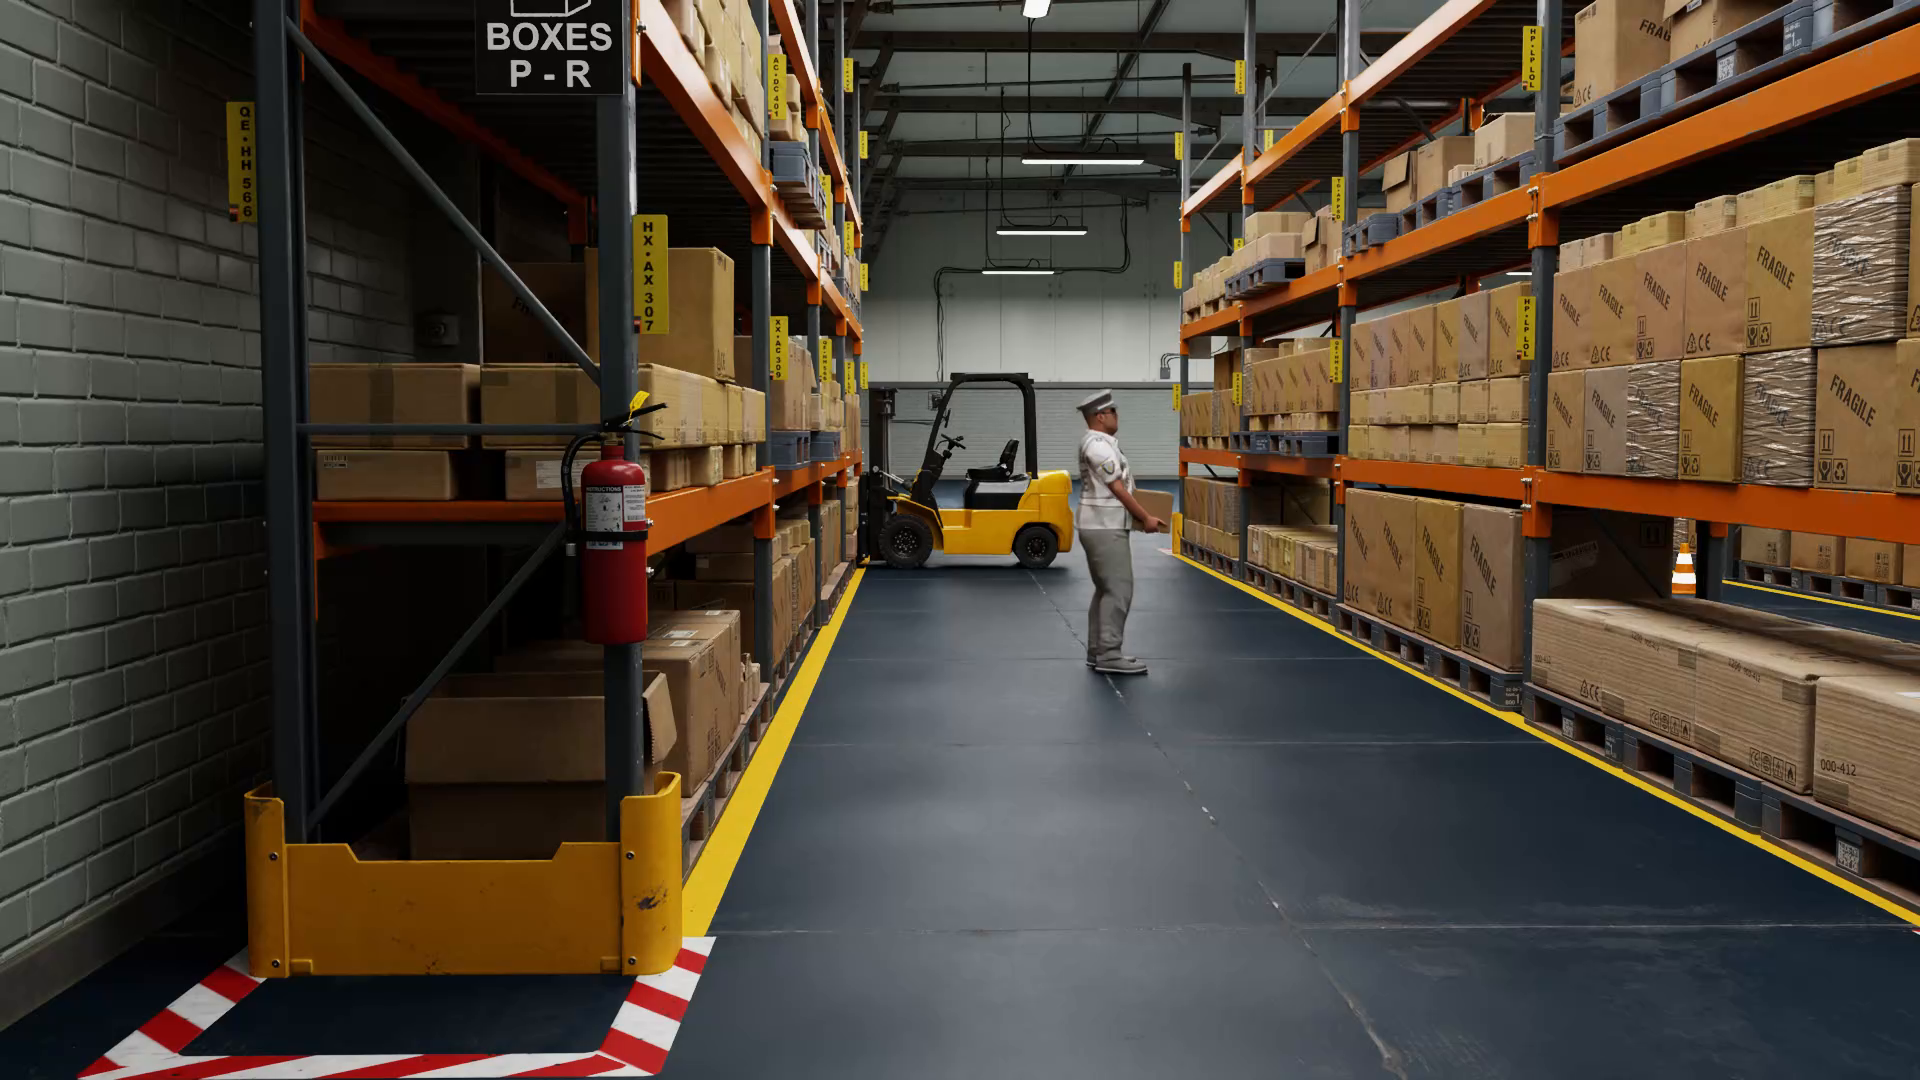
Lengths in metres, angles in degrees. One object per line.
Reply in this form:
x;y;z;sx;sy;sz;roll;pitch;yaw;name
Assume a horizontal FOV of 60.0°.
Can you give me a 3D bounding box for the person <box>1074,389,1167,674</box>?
1.000;-0.063;10.456;0.562;1.772;0.504;0;4;-2;person
